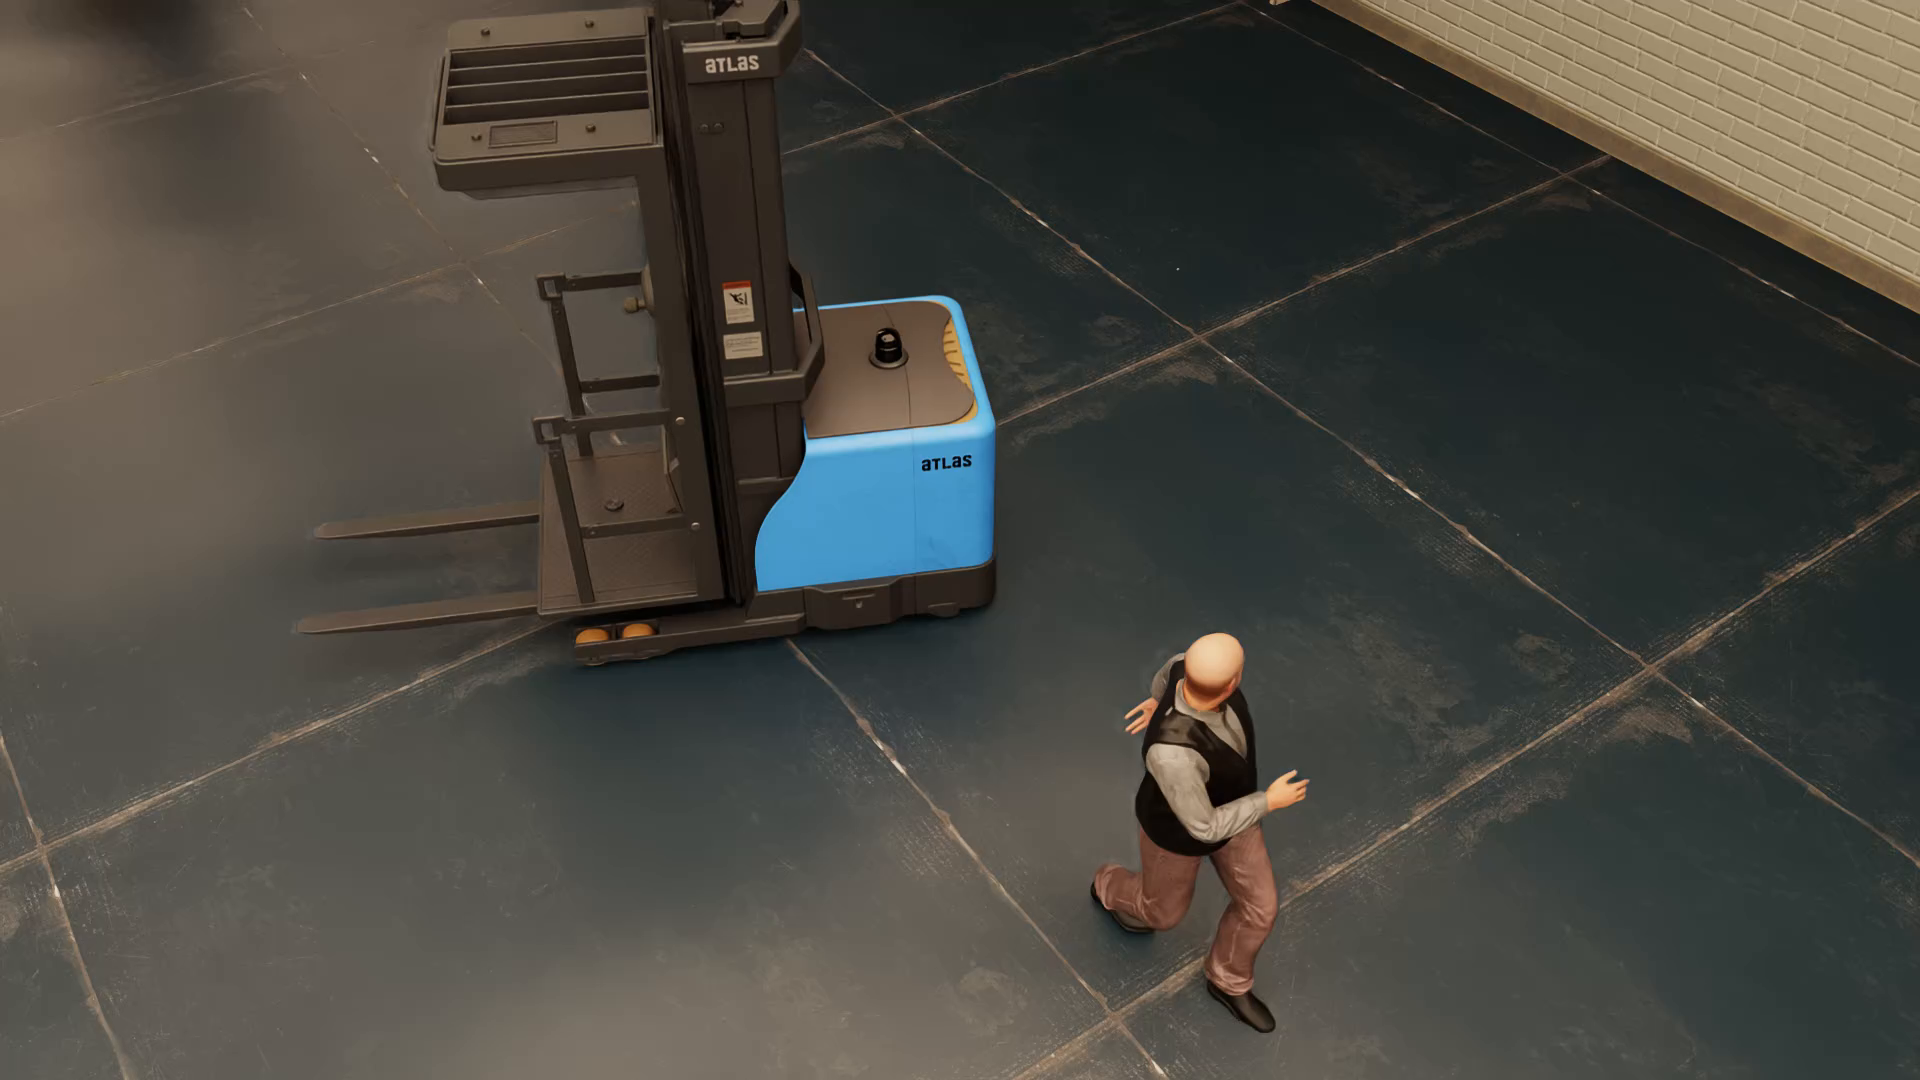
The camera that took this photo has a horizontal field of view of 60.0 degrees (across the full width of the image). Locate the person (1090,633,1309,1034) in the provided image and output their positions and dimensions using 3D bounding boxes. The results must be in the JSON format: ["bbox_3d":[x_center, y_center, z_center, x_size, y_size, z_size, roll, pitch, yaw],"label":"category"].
[{"bbox_3d":[0.816,0.940,5.680,0.936,1.653,0.551,34,52,31],"label":"person"}]

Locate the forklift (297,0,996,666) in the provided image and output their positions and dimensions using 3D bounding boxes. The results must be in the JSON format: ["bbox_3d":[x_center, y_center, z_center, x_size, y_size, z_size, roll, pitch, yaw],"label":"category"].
[{"bbox_3d":[-1.405,-0.916,6.709,3.031,2.935,1.130,-7,43,-7],"label":"forklift"}]
